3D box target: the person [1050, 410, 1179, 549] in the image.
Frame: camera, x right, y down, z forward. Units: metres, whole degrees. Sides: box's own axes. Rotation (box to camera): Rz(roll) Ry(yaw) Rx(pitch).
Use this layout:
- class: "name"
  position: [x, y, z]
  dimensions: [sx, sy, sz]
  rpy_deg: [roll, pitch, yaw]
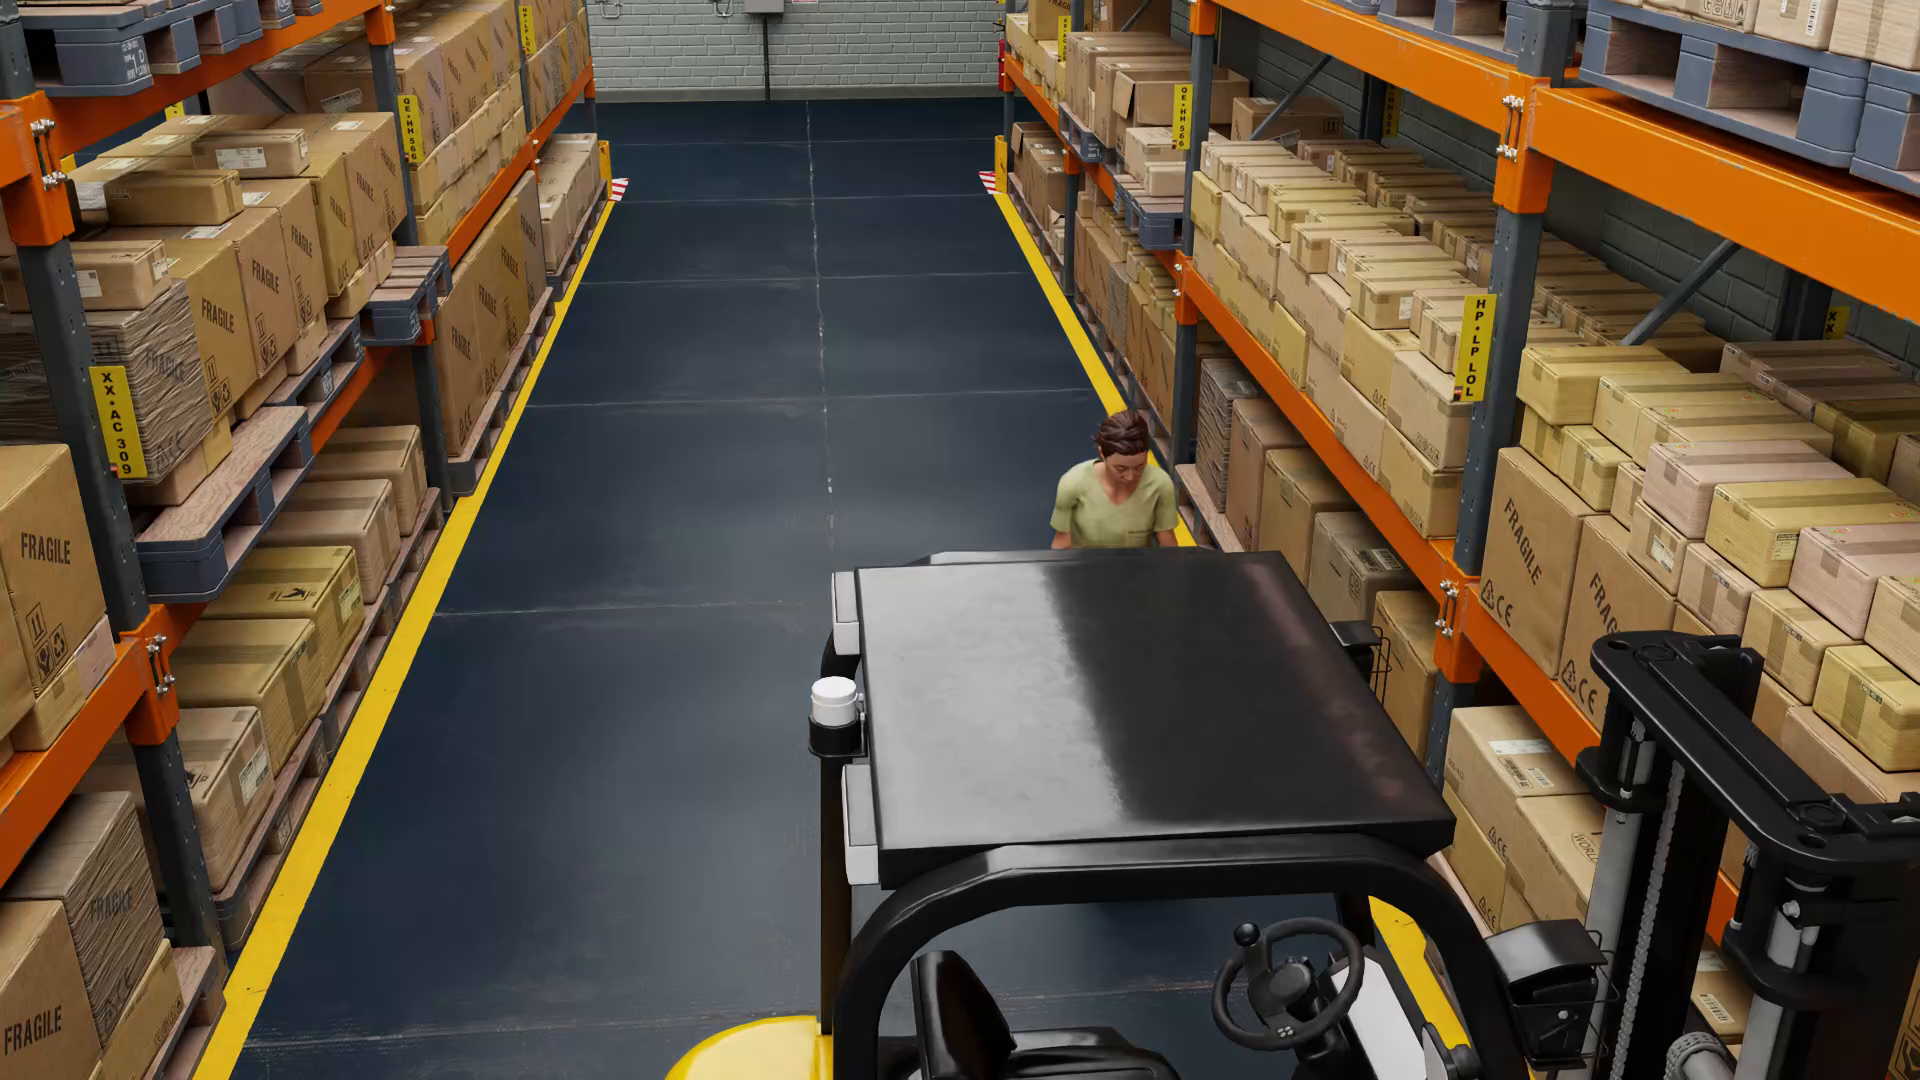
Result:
- class: "person"
  position: [0.558, 0.273, 6.056]
  dimensions: [0.470, 1.628, 0.387]
  rpy_deg: [-2, 24, -4]
